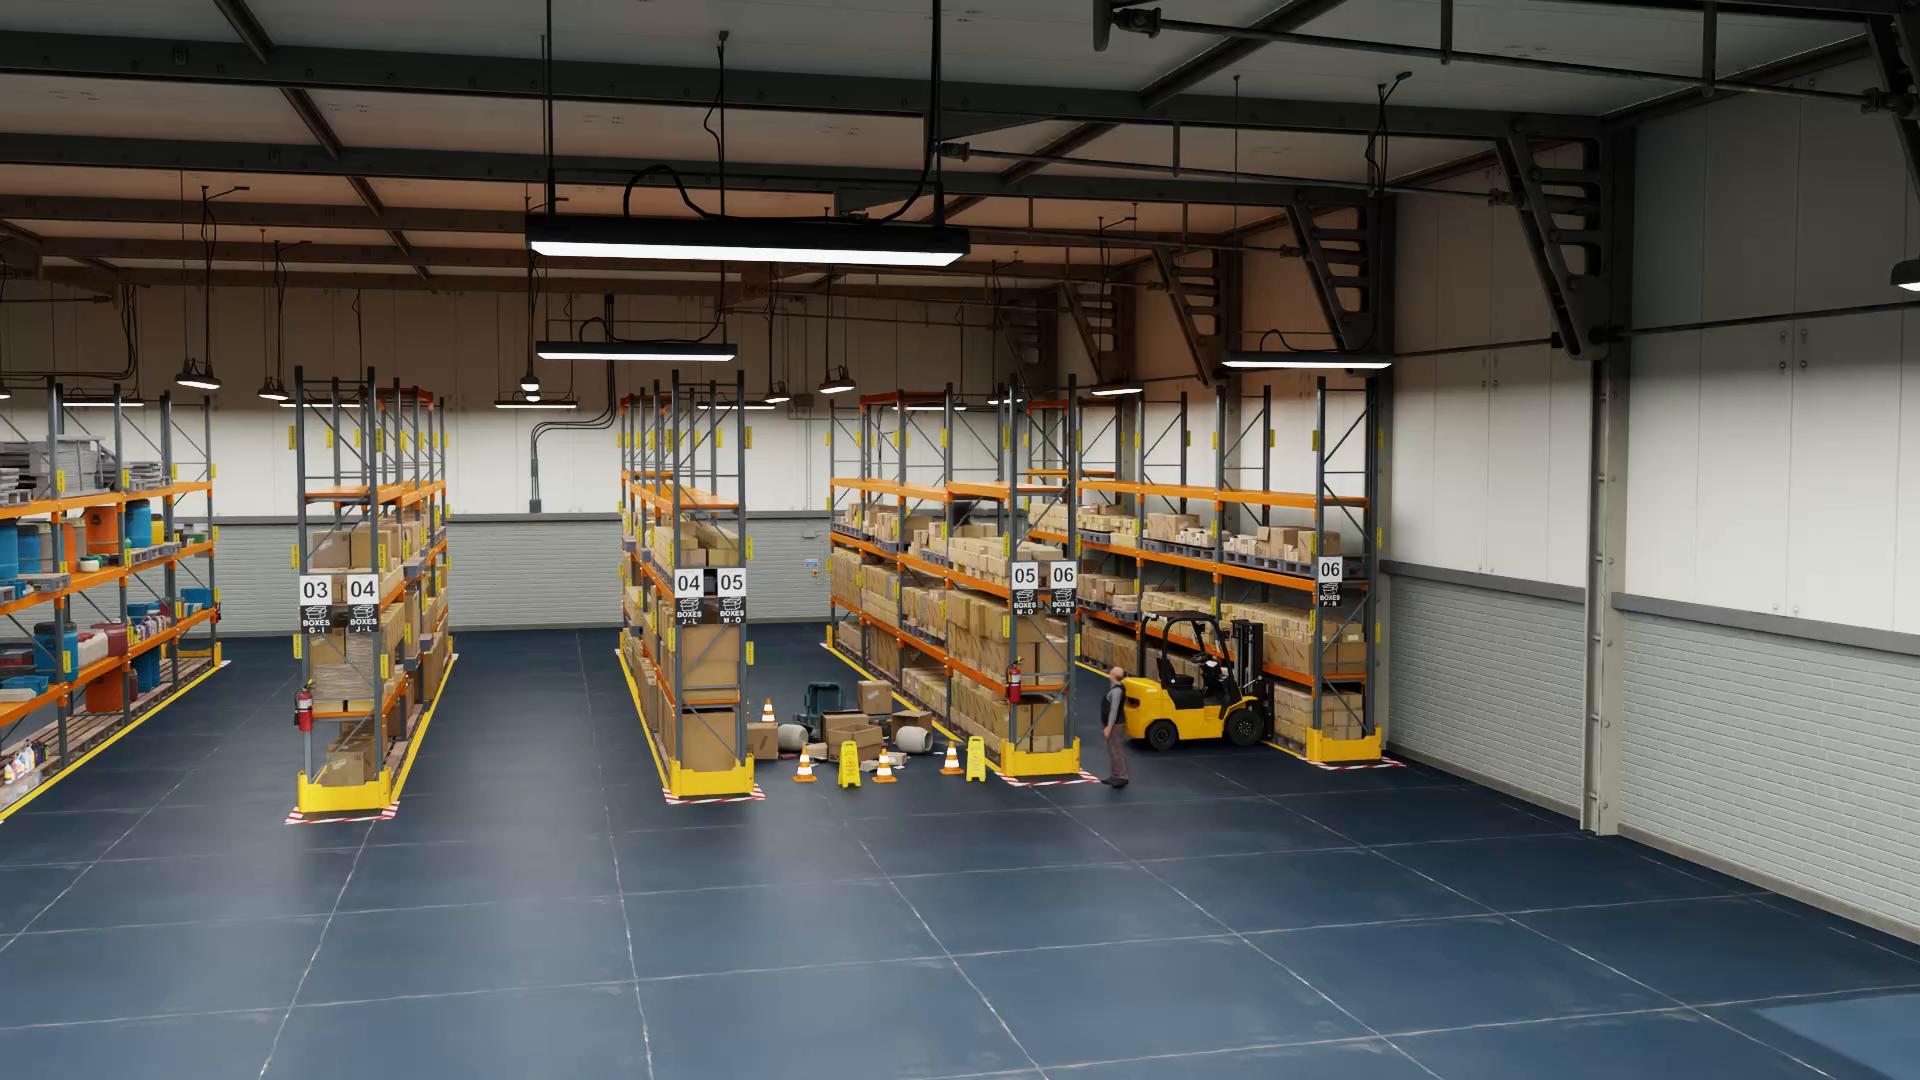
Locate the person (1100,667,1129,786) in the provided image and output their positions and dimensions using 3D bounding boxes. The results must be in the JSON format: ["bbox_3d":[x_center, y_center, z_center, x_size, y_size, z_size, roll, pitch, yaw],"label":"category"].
[{"bbox_3d":[2.242,2.705,24.130,0.429,1.734,0.552,0,3,-6],"label":"person"}]

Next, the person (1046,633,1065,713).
[{"bbox_3d":[1.556,2.448,29.708,0.462,1.568,0.614,-3,5,-43],"label":"person"}]
